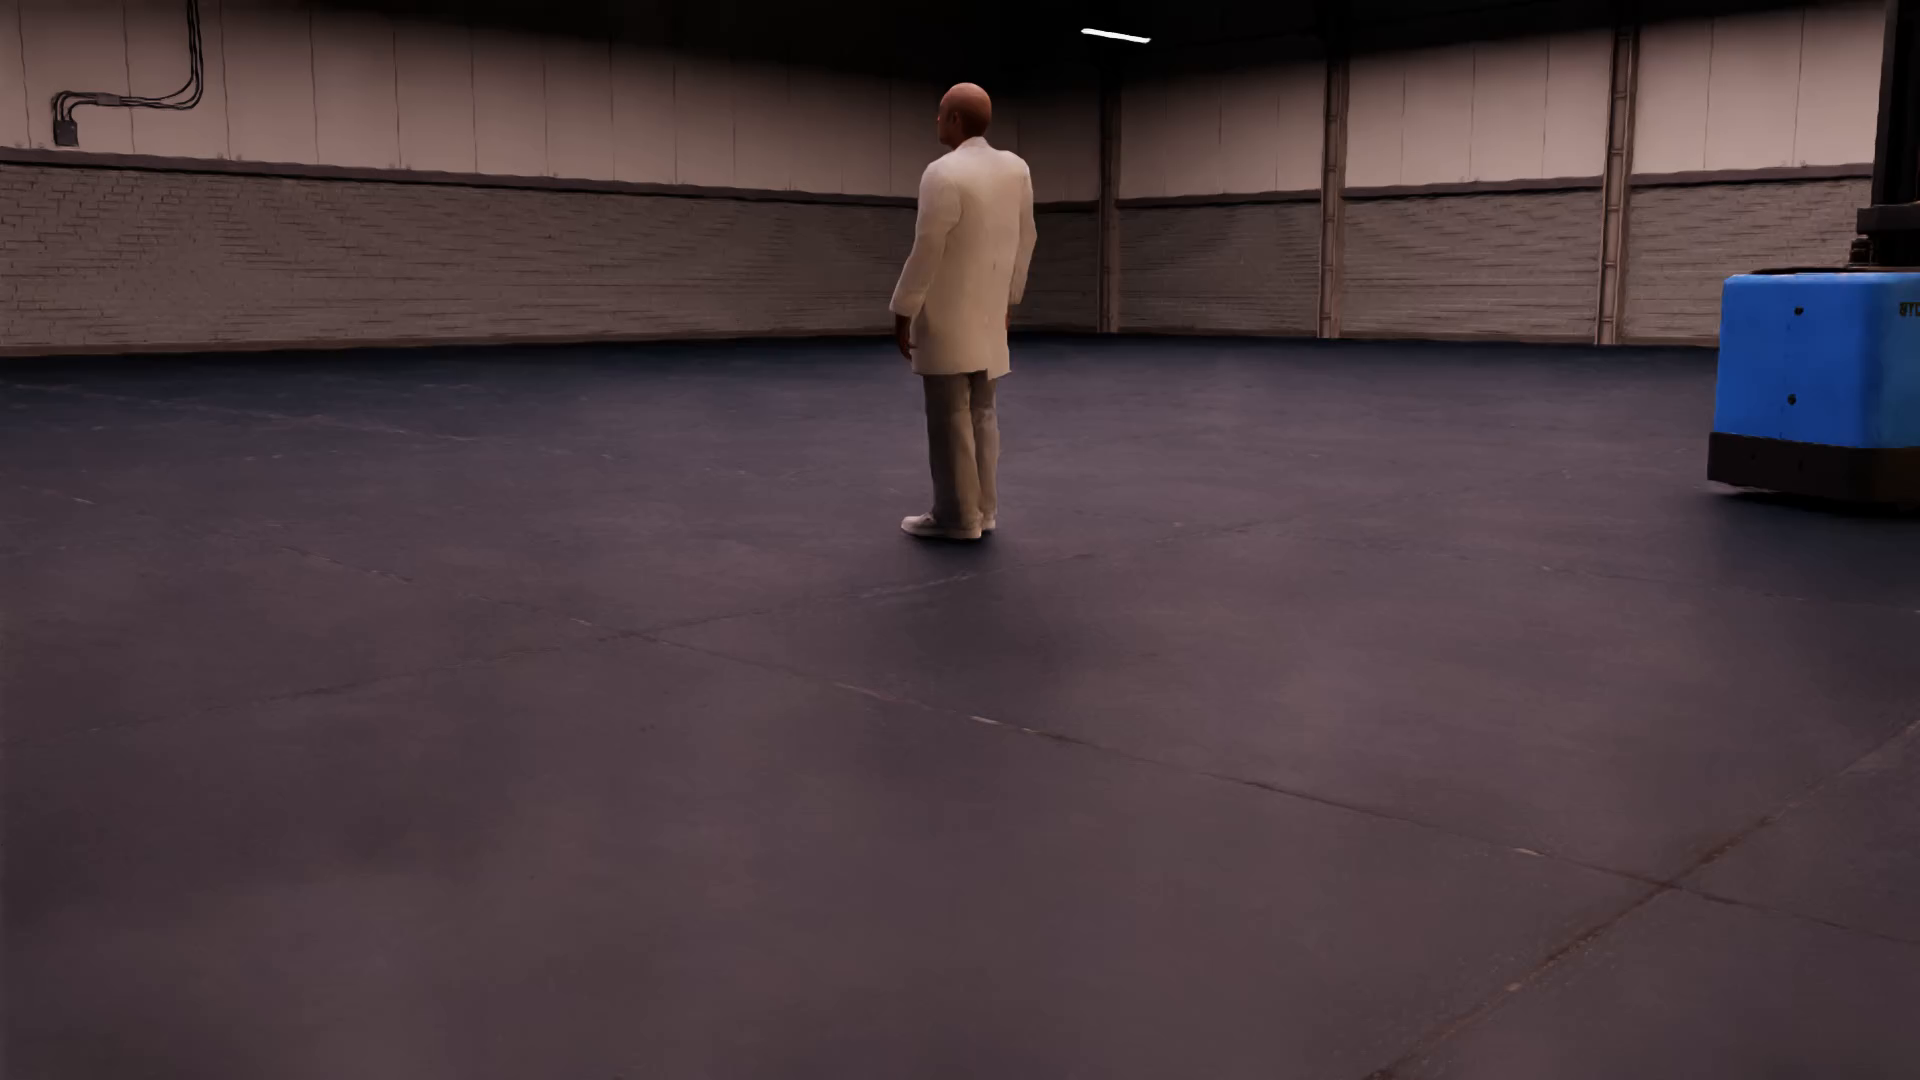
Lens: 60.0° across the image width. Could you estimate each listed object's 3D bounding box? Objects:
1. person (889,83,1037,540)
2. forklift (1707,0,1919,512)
[{"bbox_3d":[-0.062,-0.896,6.650,0.579,1.776,0.694,8,12,43],"label":"person"},{"bbox_3d":[5.270,-1.672,7.976,3.031,2.935,1.130,-2,9,-15],"label":"forklift"}]
